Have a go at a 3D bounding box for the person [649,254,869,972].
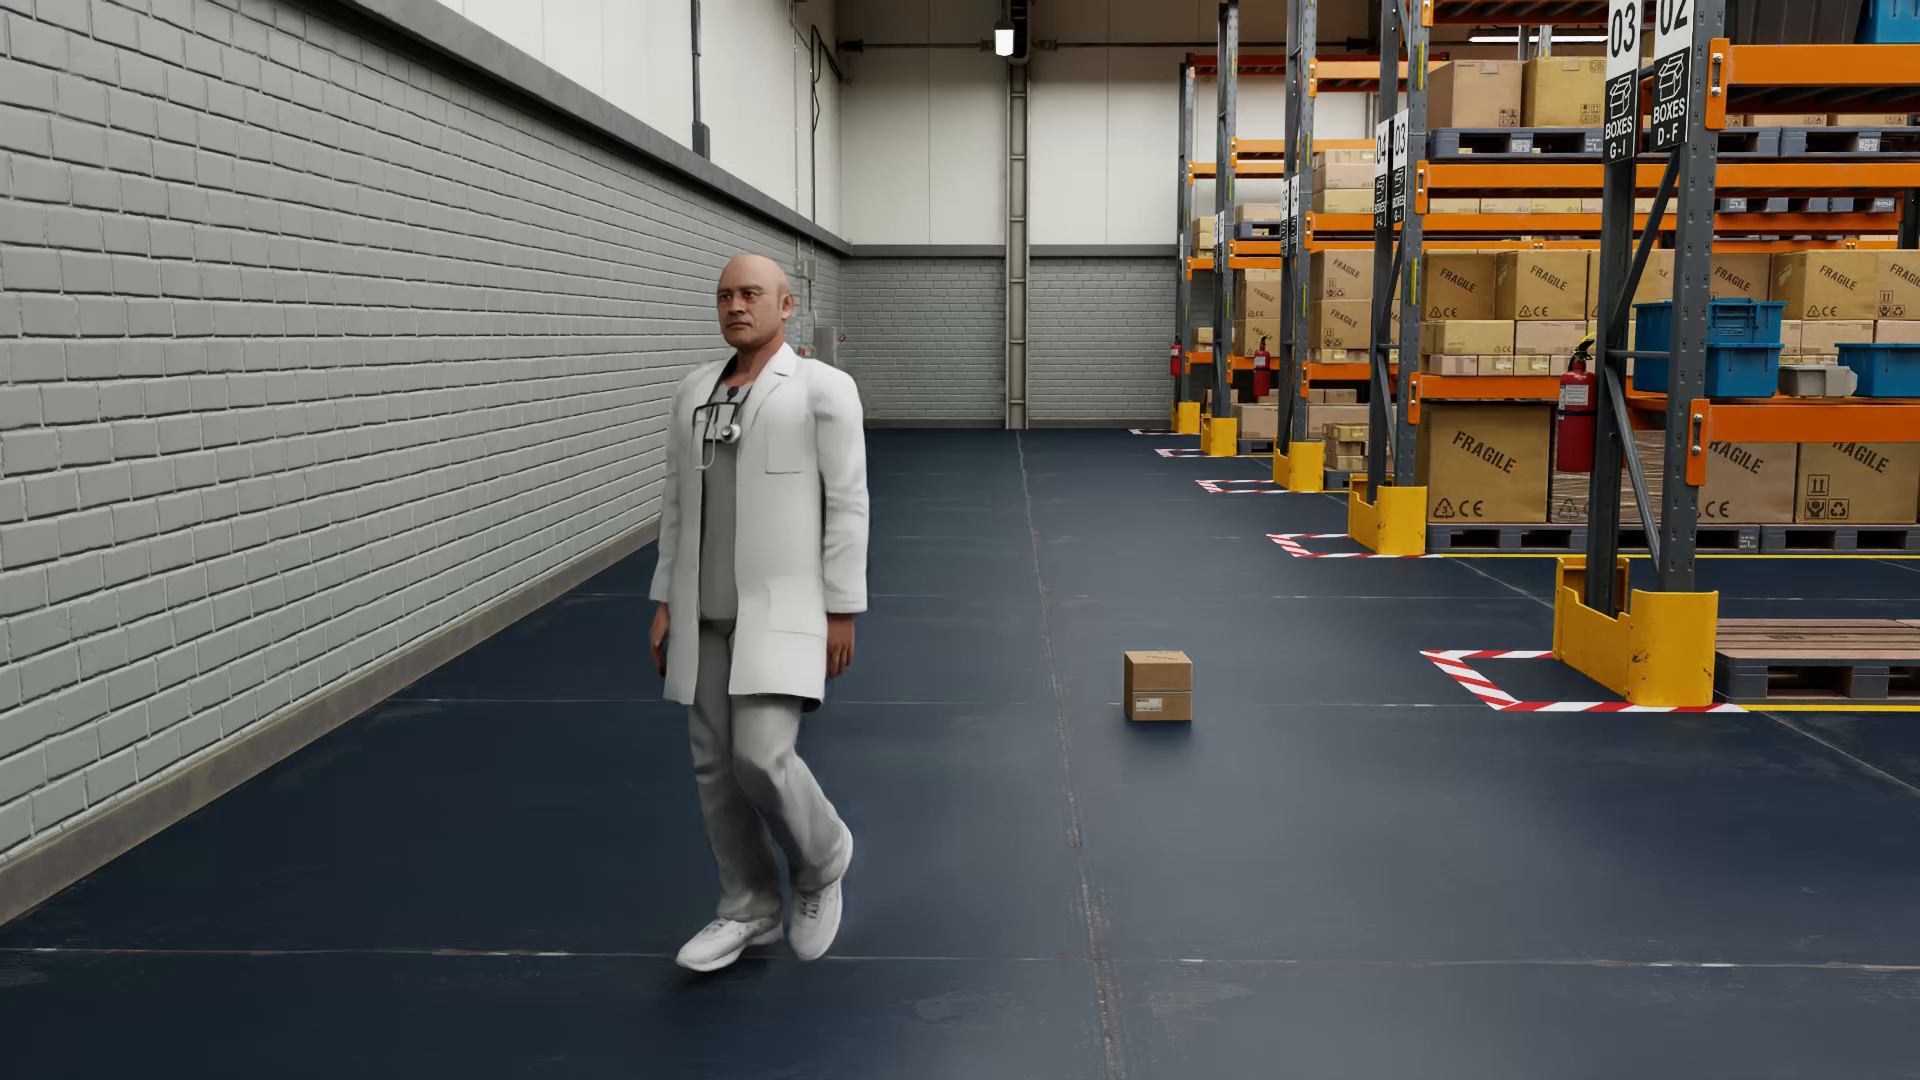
[{"bbox_3d":[-0.518,0.186,4.157,0.577,1.785,0.529,4,8,28],"label":"person"}]
